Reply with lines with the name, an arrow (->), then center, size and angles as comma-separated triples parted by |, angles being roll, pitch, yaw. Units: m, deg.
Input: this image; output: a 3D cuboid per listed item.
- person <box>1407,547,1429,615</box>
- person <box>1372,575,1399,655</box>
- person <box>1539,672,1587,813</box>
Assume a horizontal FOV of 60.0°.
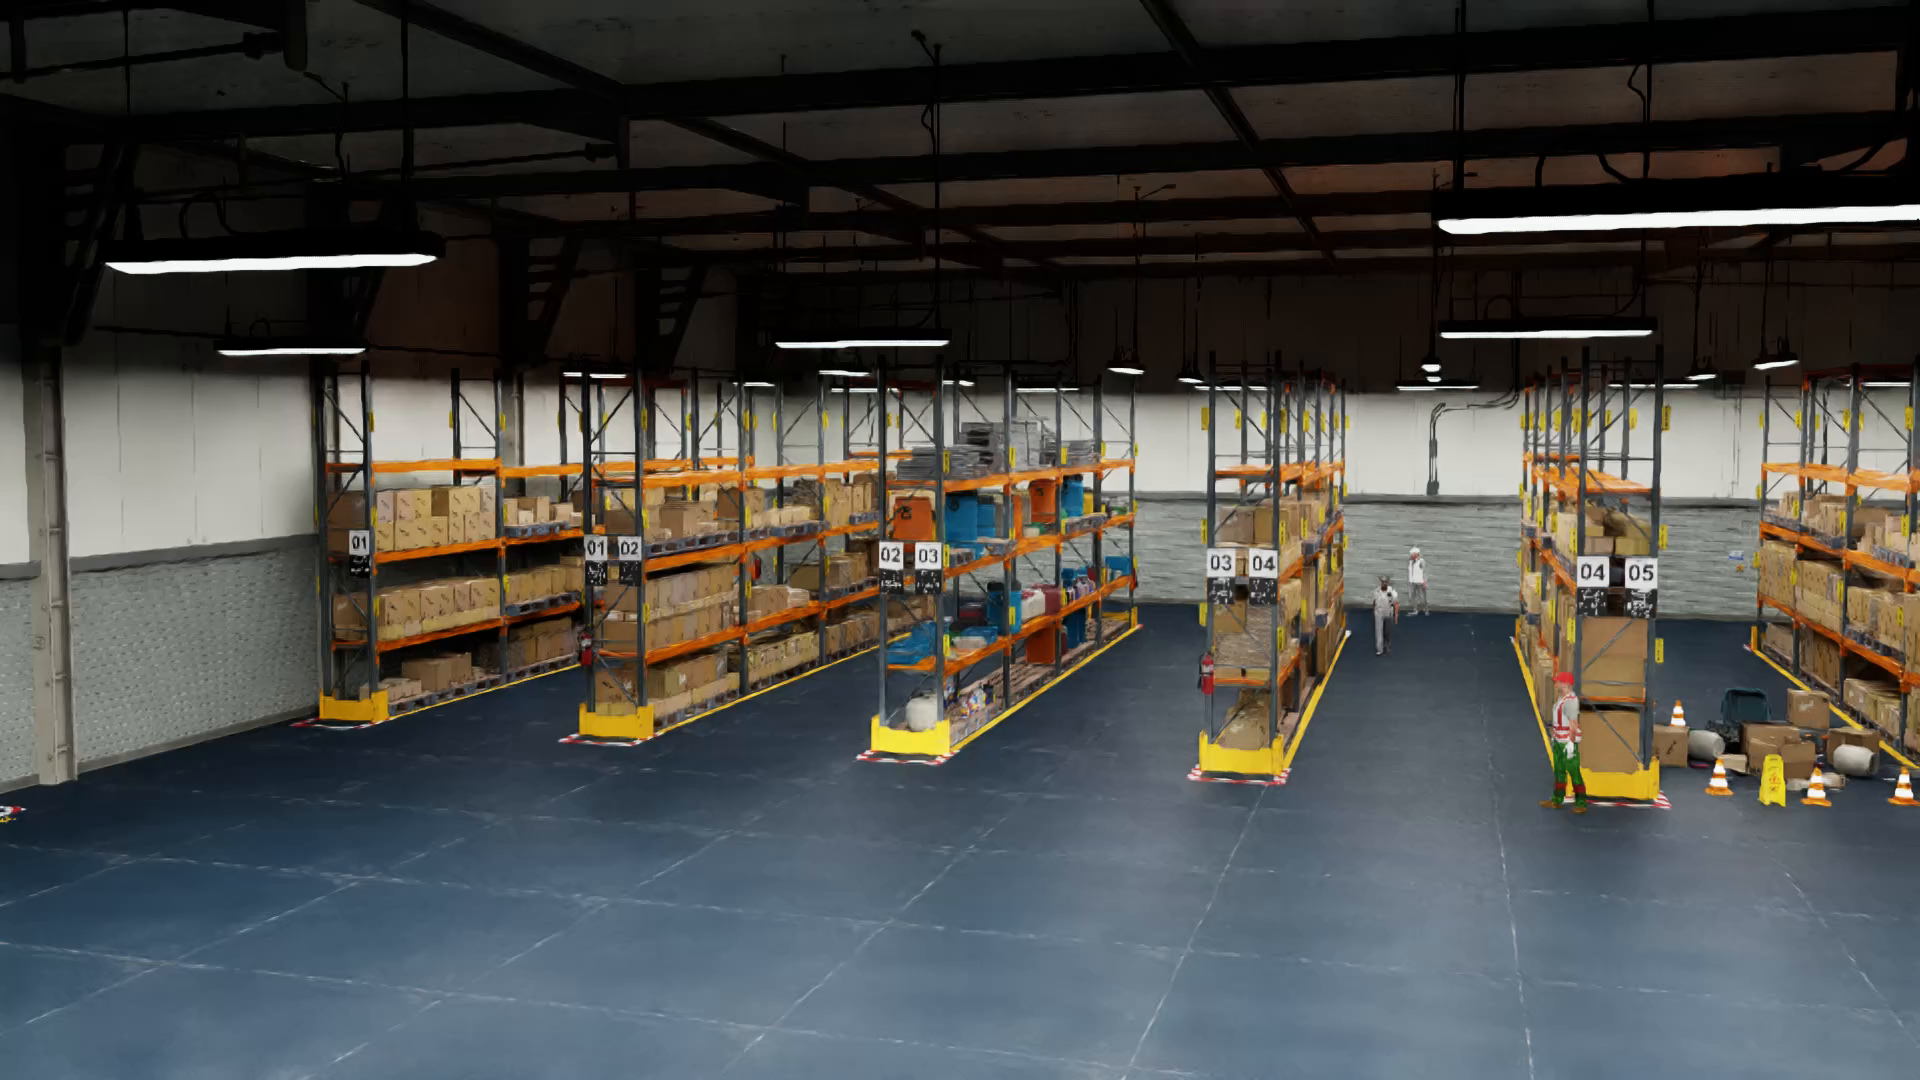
person -> 11.842, 1.062, 42.937 | 0.567, 1.762, 0.560 | -3, 5, -36
person -> 9.125, 1.594, 35.674 | 0.556, 1.712, 1.036 | 1, 4, 15
person -> 7.770, 2.580, 21.342 | 0.506, 1.790, 0.642 | 0, 4, 6
